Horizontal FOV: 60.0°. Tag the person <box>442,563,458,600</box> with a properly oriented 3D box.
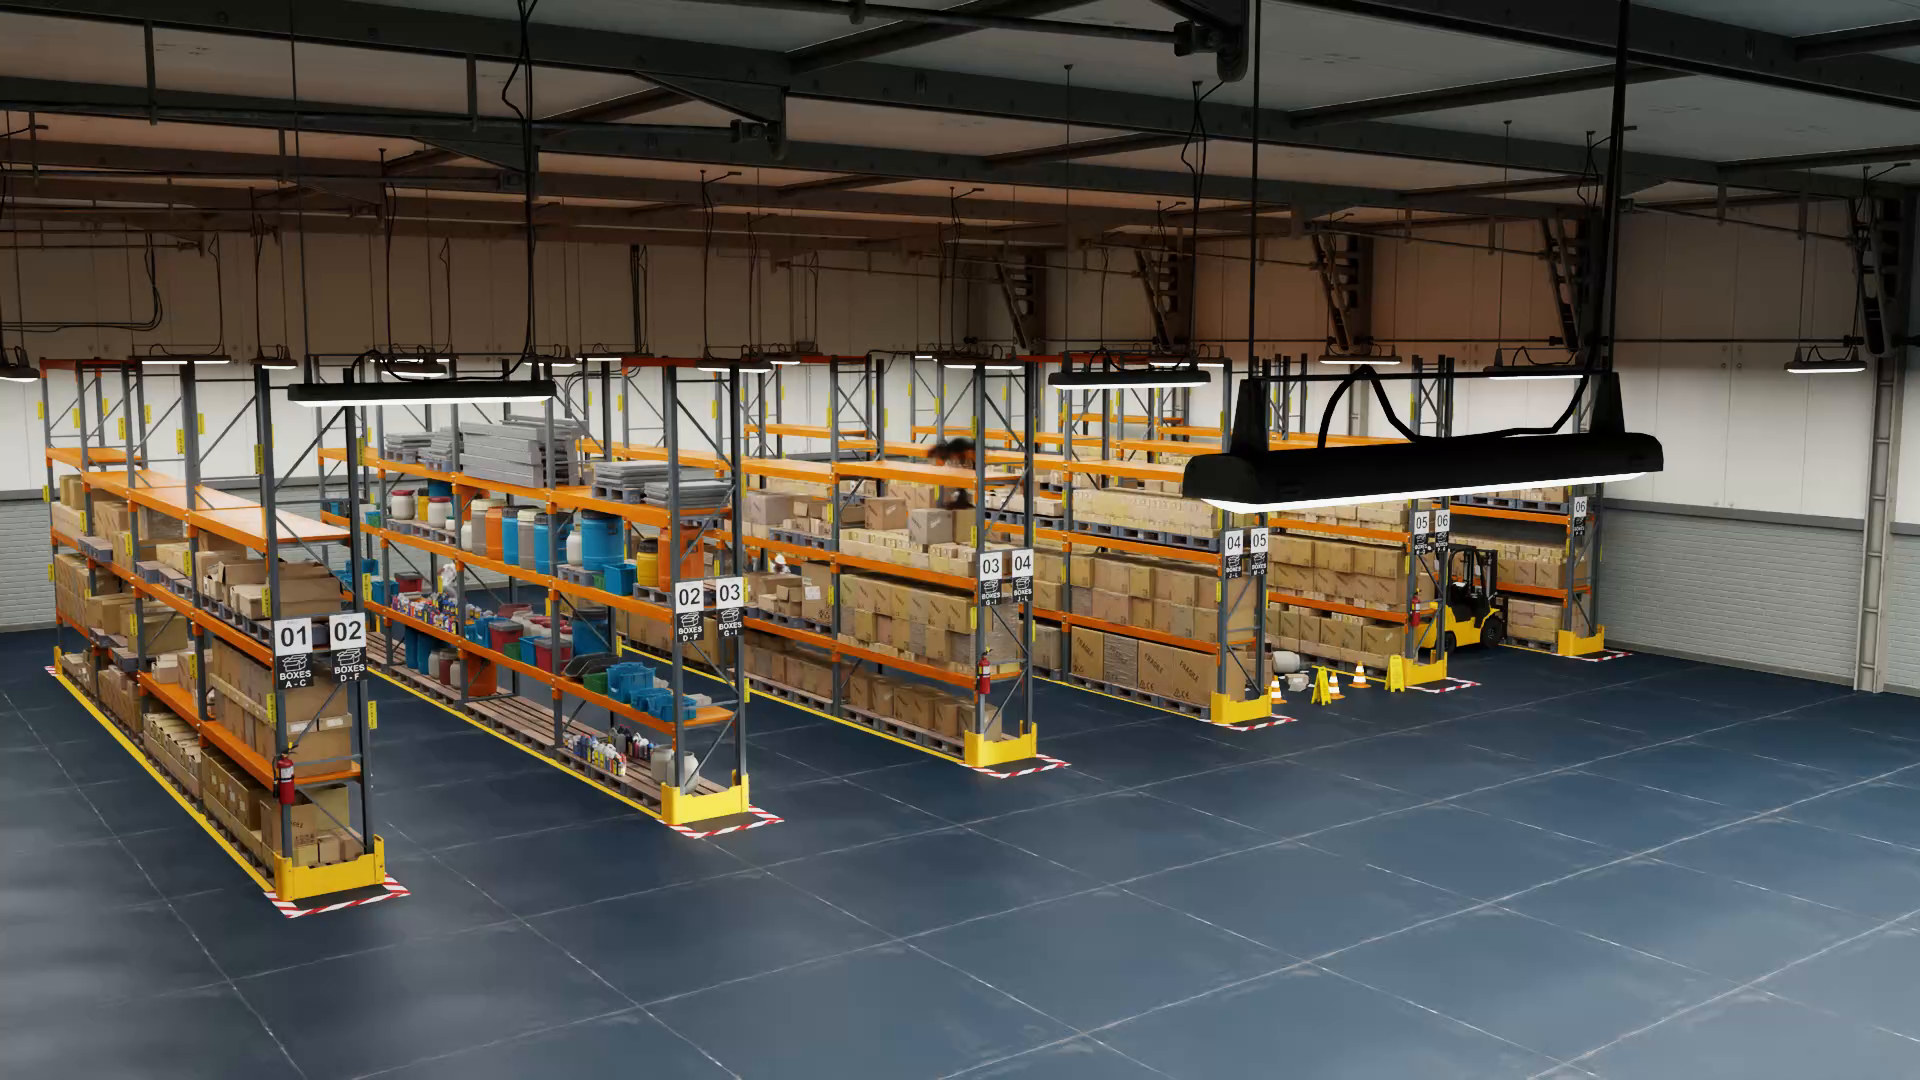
[{"bbox_3d":[-11.705,1.056,37.707,1.055,1.420,0.509,-2,7,-12],"label":"person"}]

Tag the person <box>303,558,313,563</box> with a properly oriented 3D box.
[{"bbox_3d":[-14.338,1.219,35.963,0.987,1.626,0.552,-3,8,-26],"label":"person"}]

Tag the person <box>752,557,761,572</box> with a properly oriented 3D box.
[{"bbox_3d":[-4.956,0.470,41.868,0.596,1.747,0.832,6,9,41],"label":"person"}]

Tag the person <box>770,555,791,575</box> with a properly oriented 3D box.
[{"bbox_3d":[-4.098,1.068,37.048,0.670,1.570,1.102,-2,7,-17],"label":"person"}]
